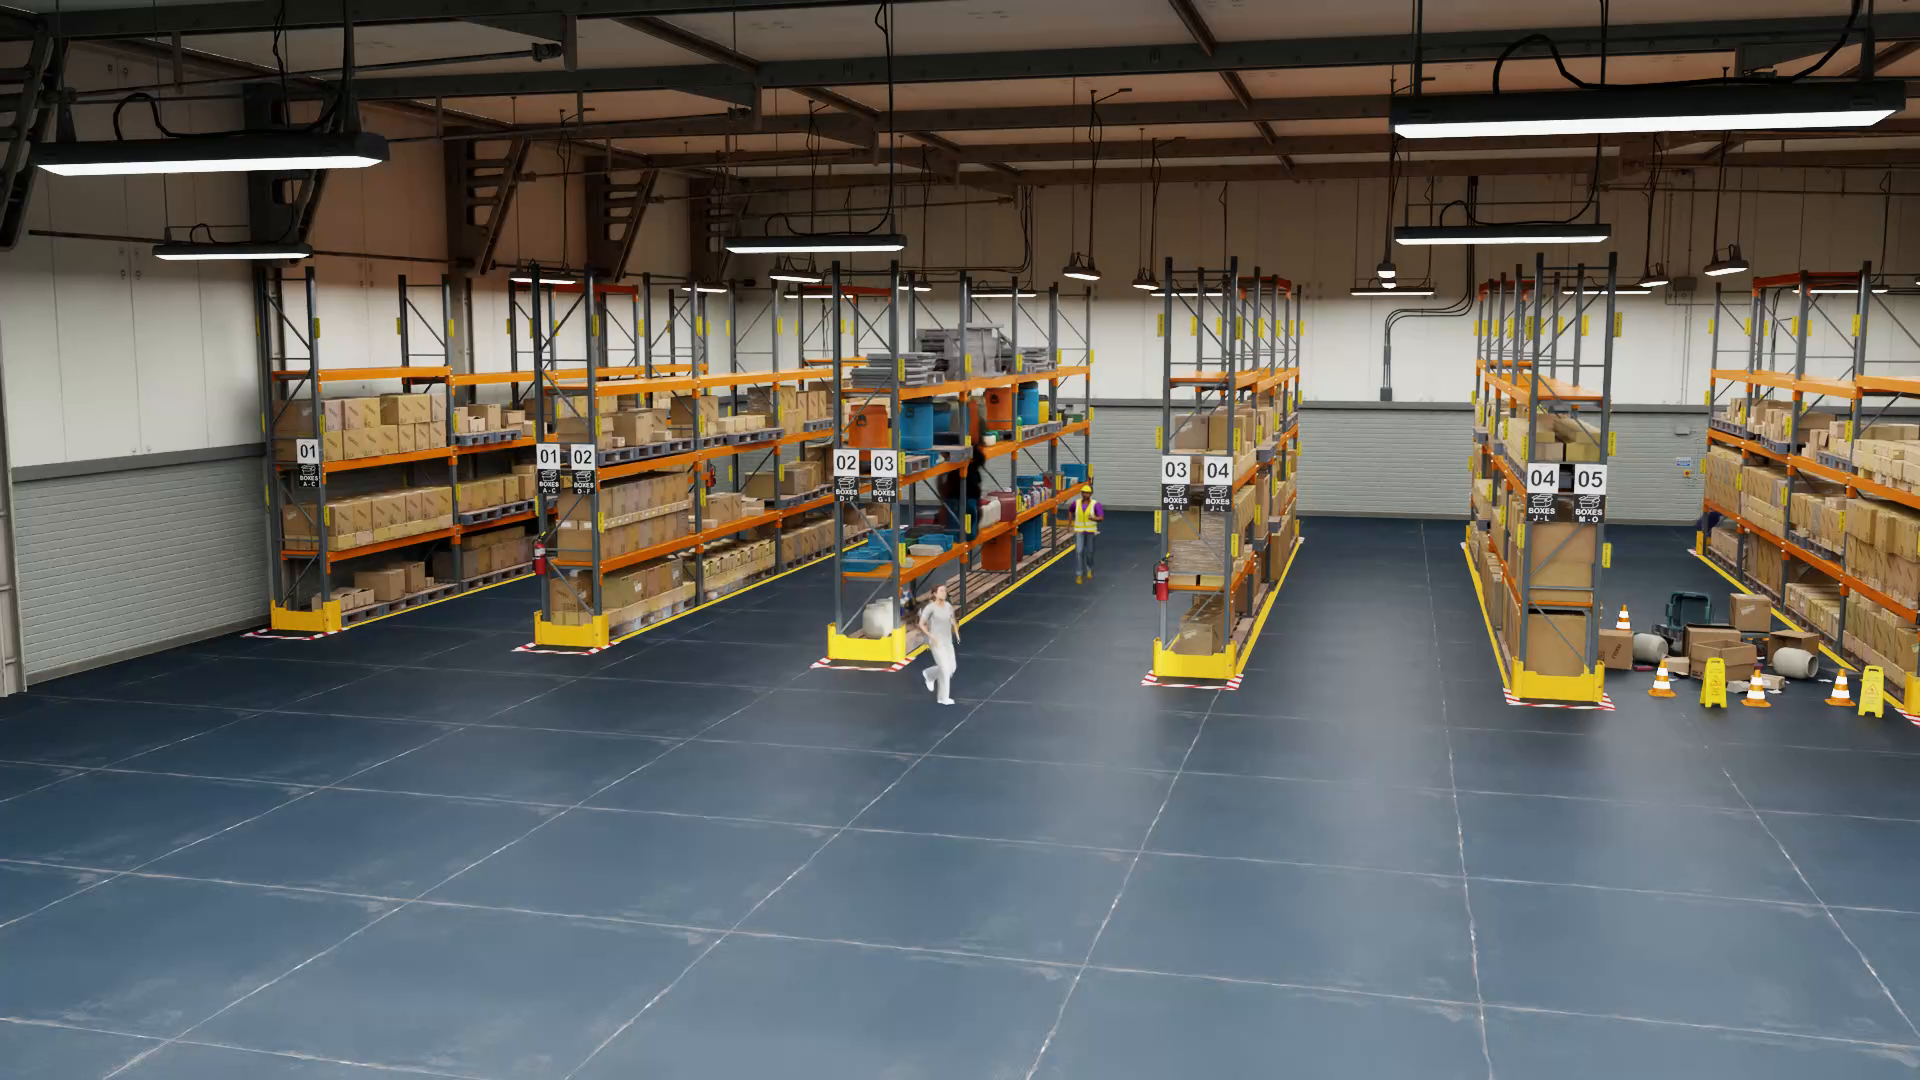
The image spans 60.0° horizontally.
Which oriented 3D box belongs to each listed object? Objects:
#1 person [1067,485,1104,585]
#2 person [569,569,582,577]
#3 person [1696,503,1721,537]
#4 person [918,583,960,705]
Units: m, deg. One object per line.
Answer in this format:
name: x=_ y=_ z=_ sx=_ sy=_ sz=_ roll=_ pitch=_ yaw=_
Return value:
person: x=2.343 y=-0.115 z=31.089 sx=0.686 sy=1.828 sz=0.794 roll=1 pitch=7 yaw=7
person: x=-6.763 y=0.382 z=29.657 sx=0.651 sy=1.738 sz=0.613 roll=1 pitch=7 yaw=8
person: x=17.171 y=-0.609 z=38.021 sx=0.592 sy=1.629 sz=0.677 roll=5 pitch=9 yaw=34
person: x=-0.309 y=1.370 z=22.308 sx=0.605 sy=1.626 sz=0.683 roll=-6 pitch=10 yaw=-41
